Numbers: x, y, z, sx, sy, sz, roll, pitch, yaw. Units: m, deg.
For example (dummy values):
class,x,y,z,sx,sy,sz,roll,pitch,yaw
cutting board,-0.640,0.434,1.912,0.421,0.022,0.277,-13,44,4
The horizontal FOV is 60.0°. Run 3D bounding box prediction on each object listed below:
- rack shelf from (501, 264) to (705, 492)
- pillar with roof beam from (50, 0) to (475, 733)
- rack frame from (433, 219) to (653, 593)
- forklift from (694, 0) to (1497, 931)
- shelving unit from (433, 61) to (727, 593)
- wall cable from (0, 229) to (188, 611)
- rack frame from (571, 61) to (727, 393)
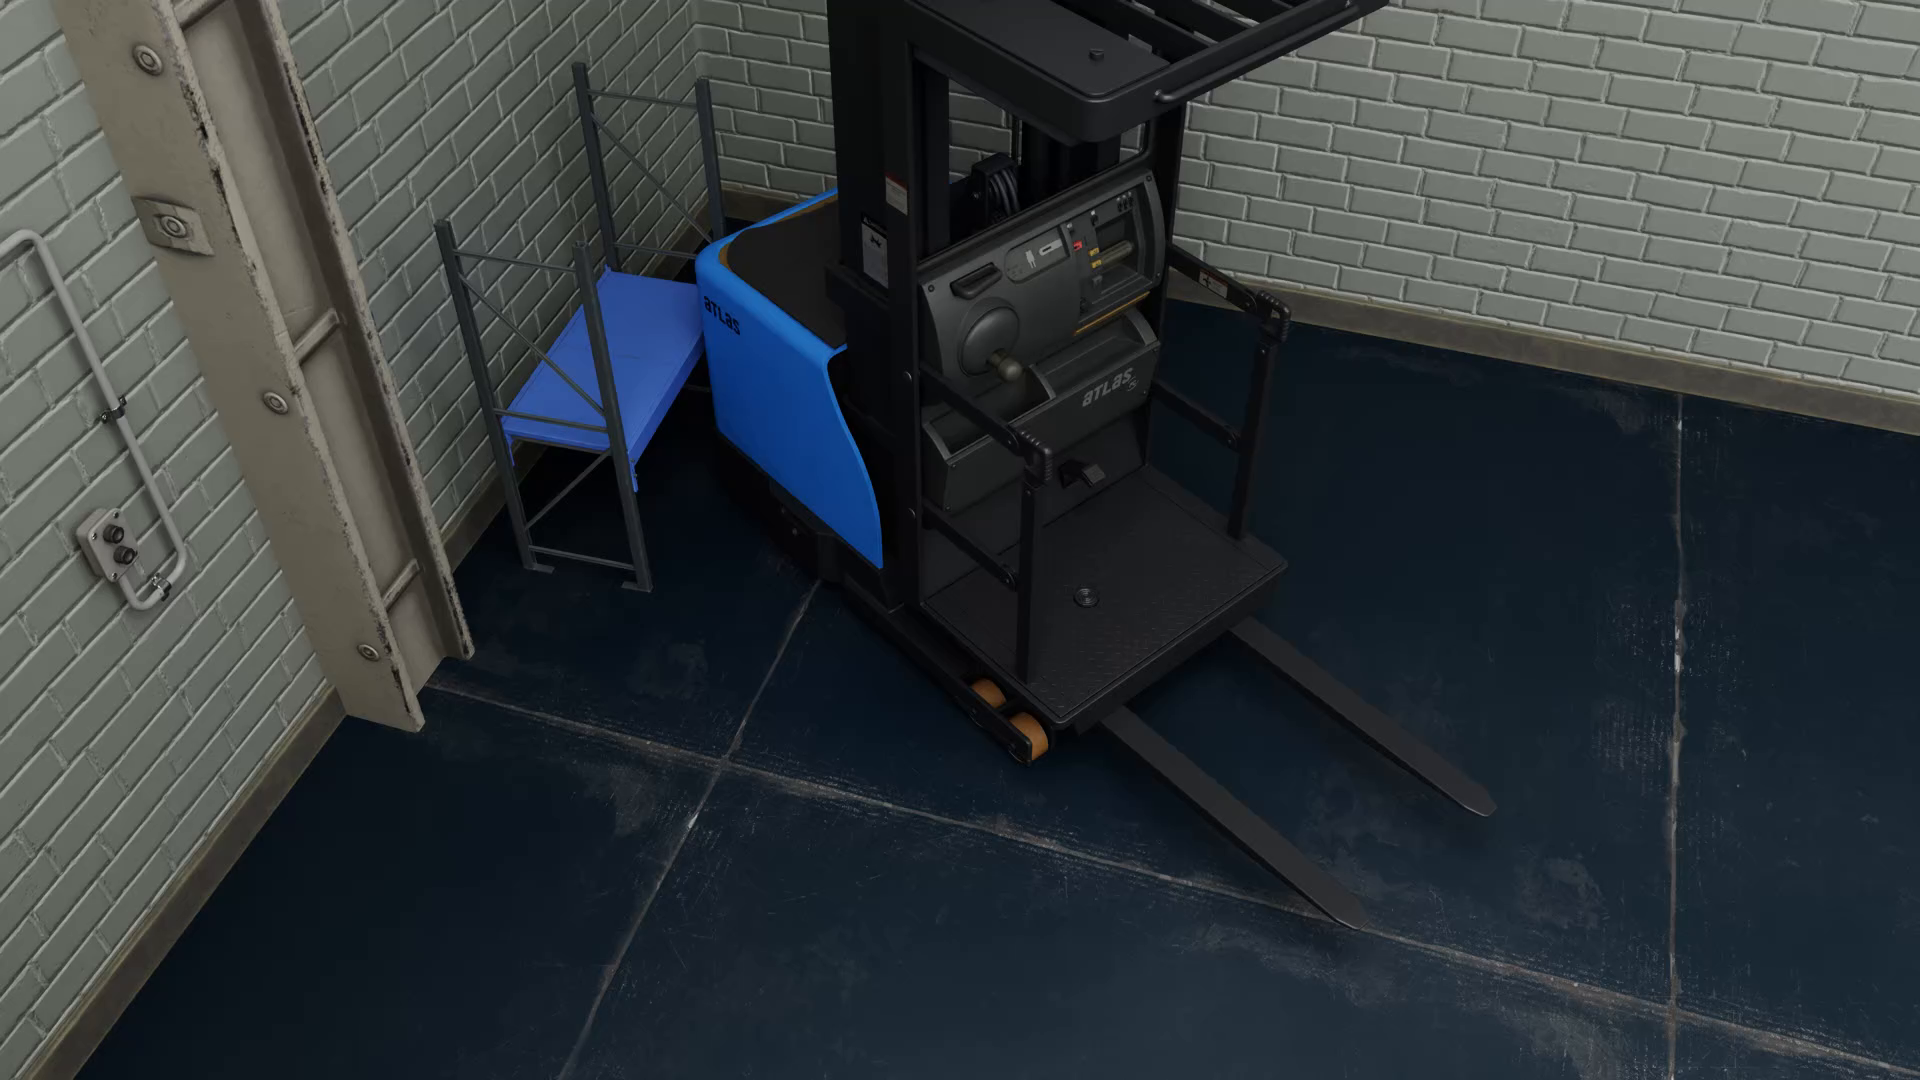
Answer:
class,x,y,z,sx,sy,sz,roll,pitch,yaw
rack shelf,-1.238,-0.612,6.059,0.538,0.185,1.000,10,45,10
pillar with roof beam,2.193,-1.821,1.677,9.100,9.000,0.400,13,46,13
rack frame,-1.367,-0.396,5.582,0.500,1.500,0.032,10,45,10
forklift,0.407,-0.718,4.888,1.130,2.935,3.031,-31,52,-28
shelving unit,-1.238,-0.740,5.934,0.538,1.500,1.048,10,45,10
wall cable,-2.417,-0.022,3.402,0.084,1.984,1.851,13,46,13
rack frame,-1.109,-1.084,6.285,0.500,1.500,0.032,10,45,10
